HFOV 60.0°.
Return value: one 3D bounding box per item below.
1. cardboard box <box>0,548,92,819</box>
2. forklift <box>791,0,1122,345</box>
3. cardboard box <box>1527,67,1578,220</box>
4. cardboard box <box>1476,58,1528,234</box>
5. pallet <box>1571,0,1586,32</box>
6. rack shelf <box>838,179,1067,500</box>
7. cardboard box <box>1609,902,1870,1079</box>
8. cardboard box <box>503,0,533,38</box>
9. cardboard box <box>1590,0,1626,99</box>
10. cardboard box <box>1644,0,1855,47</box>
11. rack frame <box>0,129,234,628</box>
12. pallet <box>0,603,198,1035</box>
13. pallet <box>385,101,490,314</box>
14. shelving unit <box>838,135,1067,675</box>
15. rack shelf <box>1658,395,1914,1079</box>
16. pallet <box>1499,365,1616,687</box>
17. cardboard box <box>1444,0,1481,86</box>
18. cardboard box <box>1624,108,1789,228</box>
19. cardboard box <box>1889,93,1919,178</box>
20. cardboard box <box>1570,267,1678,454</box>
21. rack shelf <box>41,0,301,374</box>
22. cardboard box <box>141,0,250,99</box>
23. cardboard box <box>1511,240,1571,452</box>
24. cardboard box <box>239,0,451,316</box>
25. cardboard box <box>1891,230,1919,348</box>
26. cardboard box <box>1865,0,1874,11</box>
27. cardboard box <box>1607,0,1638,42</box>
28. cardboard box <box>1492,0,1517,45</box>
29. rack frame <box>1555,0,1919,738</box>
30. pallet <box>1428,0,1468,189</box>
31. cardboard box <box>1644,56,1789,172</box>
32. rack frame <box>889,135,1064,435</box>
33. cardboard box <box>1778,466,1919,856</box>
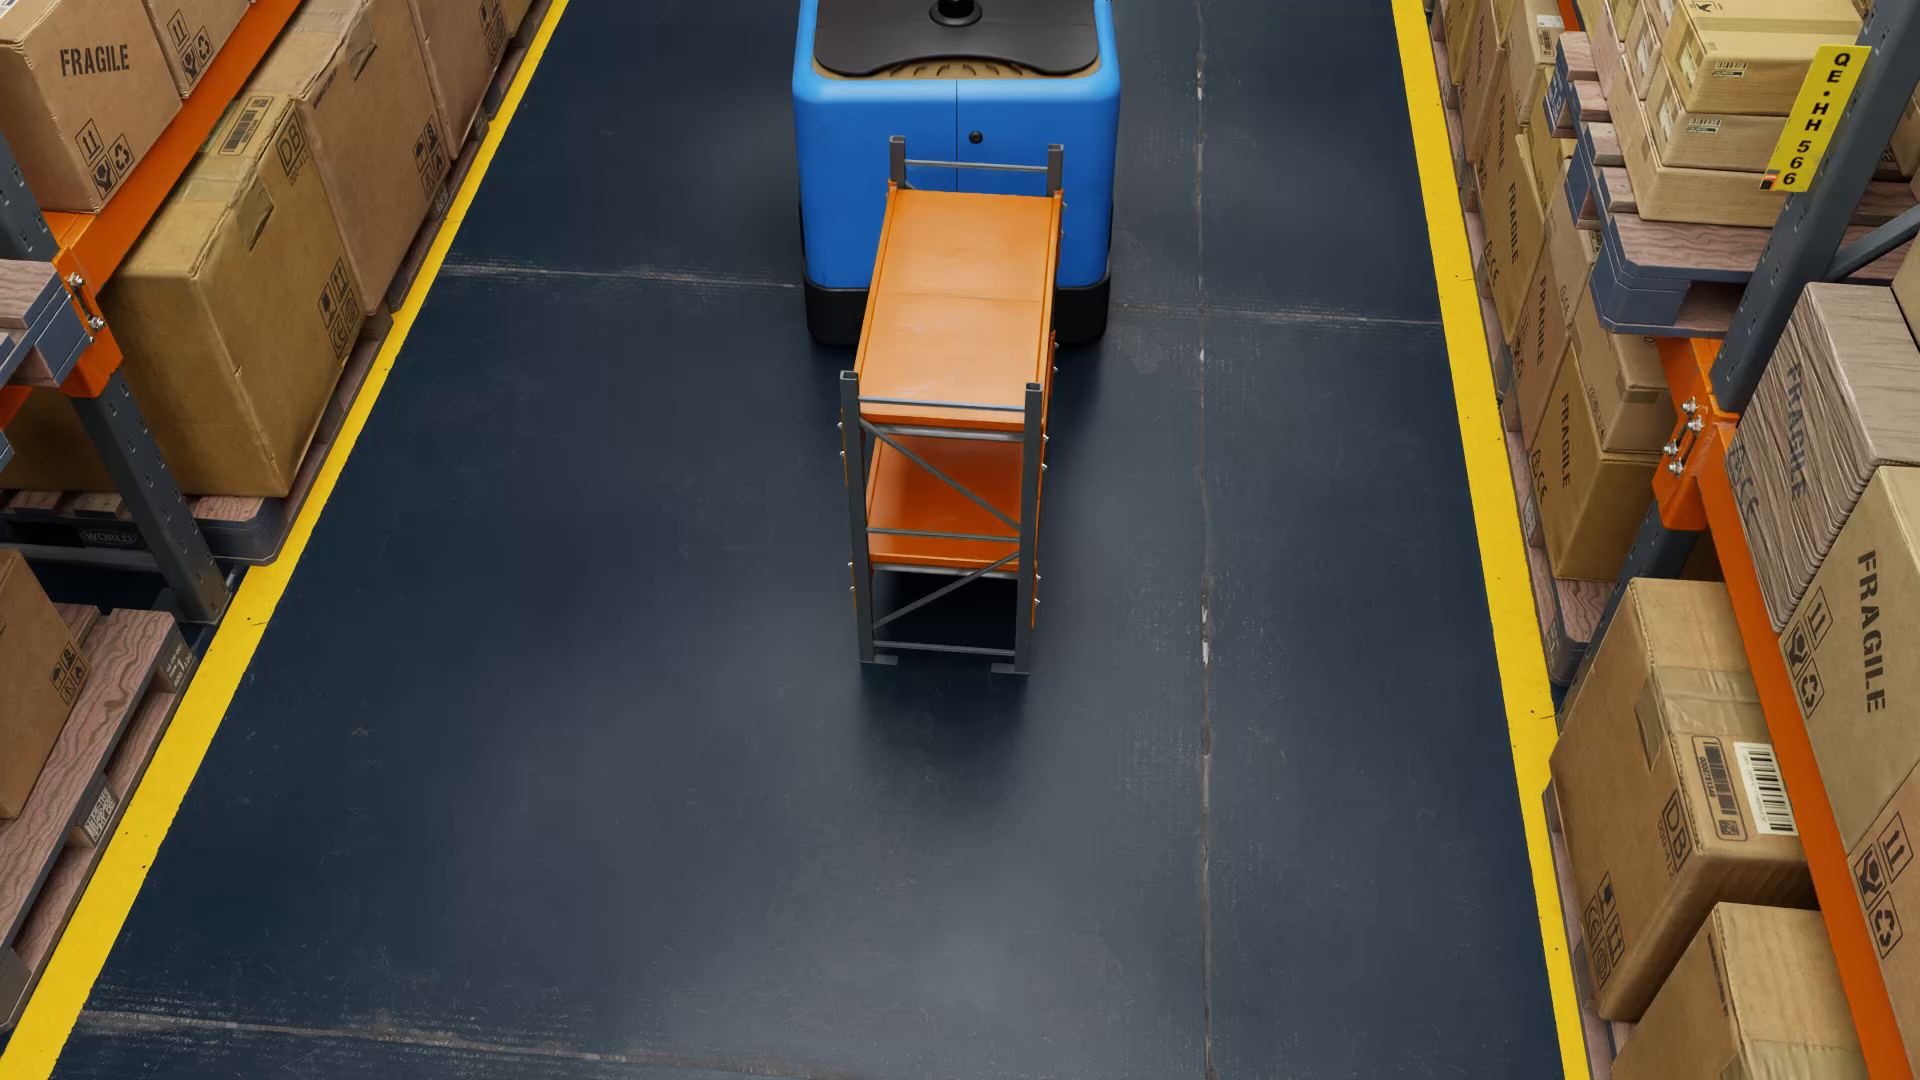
[{"bbox_3d":[-2.769,0.360,4.284,0.700,0.500,0.500,2,48,1],"label":"cardboard box"},{"bbox_3d":[-0.024,-2.739,5.769,1.130,2.935,3.031,0,48,0],"label":"forklift"},{"bbox_3d":[2.101,-1.236,5.249,0.500,0.250,0.500,5,48,4],"label":"cardboard box"},{"bbox_3d":[2.155,-1.358,5.869,0.500,0.500,0.500,5,48,4],"label":"cardboard box"},{"bbox_3d":[2.342,-1.813,5.006,1.003,0.211,1.213,4,48,4],"label":"pallet"},{"bbox_3d":[0.001,-0.582,4.623,0.538,0.278,1.000,4,48,4],"label":"rack shelf"},{"bbox_3d":[1.981,1.281,3.286,1.050,0.750,0.750,5,48,4],"label":"cardboard box"},{"bbox_3d":[-2.402,-2.721,6.861,1.225,0.875,0.875,4,48,4],"label":"cardboard box"},{"bbox_3d":[1.837,-1.243,4.239,0.380,0.149,0.250,5,48,4],"label":"cardboard box"},{"bbox_3d":[1.816,-1.254,3.847,0.380,0.149,0.250,3,48,3],"label":"cardboard box"},{"bbox_3d":[-2.728,-0.829,3.975,1.000,3.000,0.127,4,48,4],"label":"rack frame"},{"bbox_3d":[-2.800,0.687,4.479,1.003,0.211,1.213,4,48,4],"label":"pallet"},{"bbox_3d":[-2.467,-1.356,6.347,1.003,0.211,1.213,4,48,4],"label":"pallet"},{"bbox_3d":[0.001,-0.385,4.839,0.538,1.125,1.048,4,48,4],"label":"shelving unit"},{"bbox_3d":[2.020,1.292,2.523,1.077,0.370,4.000,4,48,4],"label":"rack shelf"},{"bbox_3d":[2.275,-0.054,5.156,1.003,0.211,1.213,4,48,4],"label":"pallet"},{"bbox_3d":[2.235,-2.133,6.578,0.500,0.500,0.500,6,48,5],"label":"cardboard box"},{"bbox_3d":[1.790,-0.871,3.900,0.380,0.149,0.250,5,48,4],"label":"cardboard box"},{"bbox_3d":[2.469,-0.990,4.008,0.380,0.149,0.250,6,48,5],"label":"cardboard box"},{"bbox_3d":[2.004,-0.492,4.569,0.500,0.250,0.500,3,48,3],"label":"cardboard box"},{"bbox_3d":[-2.545,-2.055,5.585,1.077,0.370,4.000,4,48,4],"label":"rack shelf"},{"bbox_3d":[-2.368,-1.580,4.595,0.500,0.500,0.500,3,48,2],"label":"cardboard box"},{"bbox_3d":[2.053,-0.601,5.177,0.500,0.500,0.500,6,48,5],"label":"cardboard box"},{"bbox_3d":[-2.555,-1.413,5.665,1.225,0.875,0.875,4,48,4],"label":"cardboard box"},{"bbox_3d":[2.152,-0.463,2.895,0.700,0.500,0.500,4,48,3],"label":"cardboard box"},{"bbox_3d":[2.490,-1.316,4.105,0.380,0.149,0.250,3,48,2],"label":"cardboard box"},{"bbox_3d":[1.838,-1.362,4.147,0.380,0.149,0.250,5,48,4],"label":"cardboard box"},{"bbox_3d":[2.190,-1.995,5.943,0.500,0.250,0.500,5,48,5],"label":"cardboard box"},{"bbox_3d":[2.202,-0.421,3.602,1.000,3.000,0.127,4,48,4],"label":"rack frame"},{"bbox_3d":[2.497,-1.847,6.796,1.003,0.211,1.213,4,48,4],"label":"pallet"},{"bbox_3d":[1.794,-0.972,3.790,0.380,0.149,0.250,5,48,4],"label":"cardboard box"},{"bbox_3d":[0.047,-0.758,5.181,0.500,1.125,0.032,4,48,4],"label":"rack frame"},{"bbox_3d":[1.849,0.231,2.938,0.500,0.500,0.500,3,48,3],"label":"cardboard box"}]
